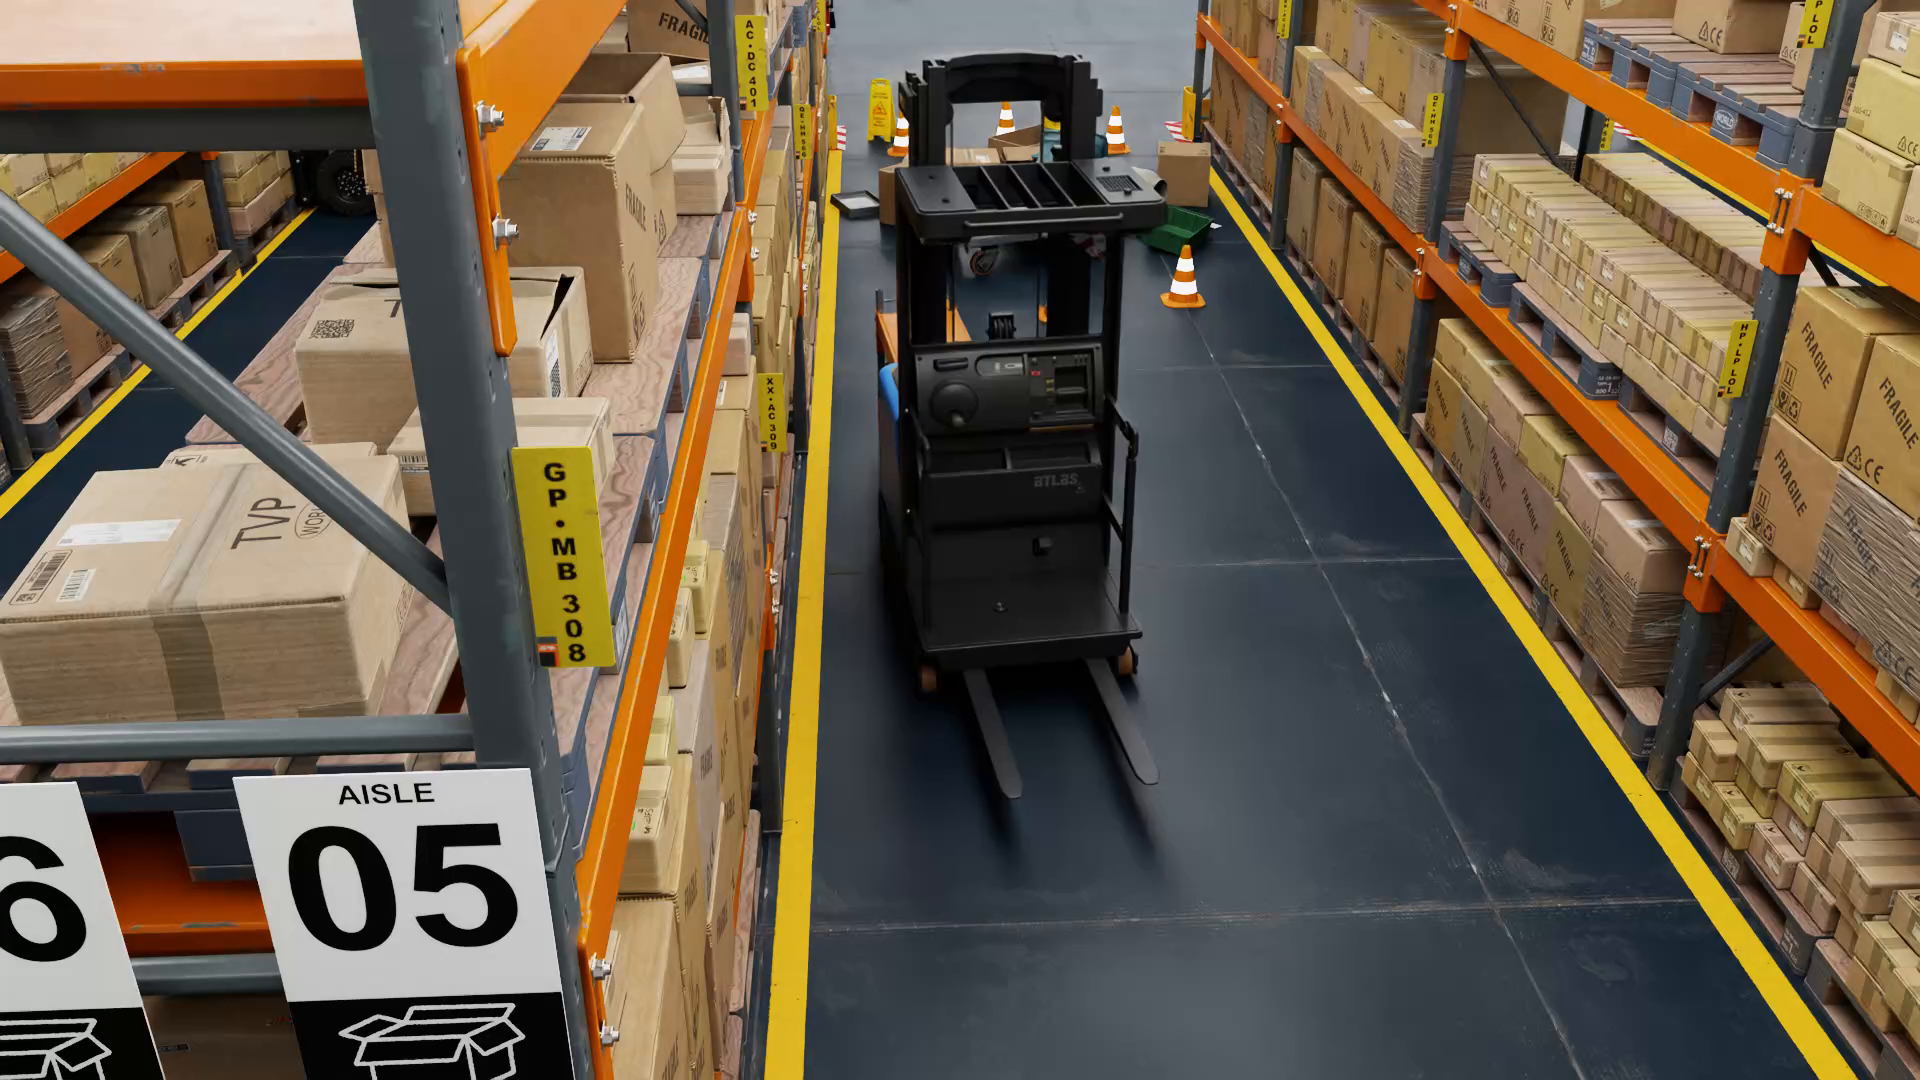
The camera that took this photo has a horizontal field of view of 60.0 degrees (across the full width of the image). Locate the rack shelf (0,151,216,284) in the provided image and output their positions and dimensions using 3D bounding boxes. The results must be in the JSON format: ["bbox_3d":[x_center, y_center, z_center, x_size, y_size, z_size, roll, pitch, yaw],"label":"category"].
[{"bbox_3d":[-6.551,-2.387,11.862,1.077,0.370,4.000,-1,28,-3],"label":"rack shelf"}]

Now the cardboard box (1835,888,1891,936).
[{"bbox_3d":[3.510,1.376,6.174,0.380,0.149,0.250,0,28,0],"label":"cardboard box"}]

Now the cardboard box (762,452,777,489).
[{"bbox_3d":[-1.023,-0.422,6.937,0.500,0.250,0.500,-2,28,-4],"label":"cardboard box"}]

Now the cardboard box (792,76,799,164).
[{"bbox_3d":[-1.317,-2.721,10.839,0.500,0.500,0.500,0,28,0],"label":"cardboard box"}]

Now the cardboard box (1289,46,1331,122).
[{"bbox_3d":[2.998,-3.713,13.517,0.500,0.500,0.500,-1,28,-2],"label":"cardboard box"}]

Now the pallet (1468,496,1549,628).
[{"bbox_3d":[3.548,0.089,9.351,1.003,0.211,1.213,-1,28,-3],"label":"pallet"}]

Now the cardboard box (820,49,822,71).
[{"bbox_3d":[-1.452,-4.384,15.184,0.380,0.149,0.250,-1,28,-2],"label":"cardboard box"}]

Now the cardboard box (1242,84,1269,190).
[{"bbox_3d":[3.225,-3.870,15.770,0.875,0.875,0.875,-1,28,-2],"label":"cardboard box"}]

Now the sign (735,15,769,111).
[{"bbox_3d":[-0.727,-1.665,5.811,0.100,0.325,0.005,-1,28,-3],"label":"sign"}]

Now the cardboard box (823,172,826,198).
[{"bbox_3d":[-1.499,-3.244,15.245,0.500,0.250,0.500,0,28,0],"label":"cardboard box"}]

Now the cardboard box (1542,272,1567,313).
[{"bbox_3d":[3.341,-1.322,8.858,0.380,0.149,0.250,-1,28,-2],"label":"cardboard box"}]

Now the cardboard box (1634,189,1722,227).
[{"bbox_3d":[3.974,-1.834,9.196,0.380,0.149,0.250,-1,28,-1],"label":"cardboard box"}]

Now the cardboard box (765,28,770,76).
[{"bbox_3d":[-0.998,-2.062,7.016,0.380,0.166,0.250,-3,28,-6],"label":"cardboard box"}]

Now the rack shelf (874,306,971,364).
[{"bbox_3d":[-0.189,-1.099,10.009,0.538,0.278,1.000,-4,28,-9],"label":"rack shelf"}]

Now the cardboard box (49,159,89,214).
[{"bbox_3d":[-6.281,-2.397,11.265,0.500,0.250,0.500,-2,28,-4],"label":"cardboard box"}]

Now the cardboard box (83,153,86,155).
[{"bbox_3d":[-6.312,-2.857,11.607,0.500,0.250,0.500,-1,28,-2],"label":"cardboard box"}]

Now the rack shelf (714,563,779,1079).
[{"bbox_3d":[-1.177,1.186,5.011,1.077,0.370,4.000,-1,28,-3],"label":"rack shelf"}]

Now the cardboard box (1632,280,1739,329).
[{"bbox_3d":[3.401,-1.107,7.803,0.380,0.149,0.250,-1,28,-3],"label":"cardboard box"}]

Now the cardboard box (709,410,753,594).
[{"bbox_3d":[-0.962,-0.099,5.507,0.500,0.500,0.500,-2,28,-3],"label":"cardboard box"}]

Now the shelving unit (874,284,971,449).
[{"bbox_3d":[-0.189,-0.840,10.144,0.538,1.125,1.048,-4,28,-9],"label":"shelving unit"}]

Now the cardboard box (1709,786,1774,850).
[{"bbox_3d":[3.369,1.153,6.924,0.380,0.149,0.250,-1,28,-1],"label":"cardboard box"}]

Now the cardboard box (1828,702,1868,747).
[{"bbox_3d":[3.935,0.749,7.056,0.380,0.149,0.250,-1,28,-1],"label":"cardboard box"}]

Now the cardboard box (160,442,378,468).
[{"bbox_3d":[-1.288,-0.056,3.080,0.380,0.149,0.250,-3,28,-7],"label":"cardboard box"}]

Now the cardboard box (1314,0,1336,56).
[{"bbox_3d":[3.271,-4.176,13.324,0.700,0.500,0.500,-2,28,-4],"label":"cardboard box"}]

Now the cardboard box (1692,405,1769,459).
[{"bbox_3d":[3.438,-0.477,7.238,0.380,0.149,0.250,-2,28,-4],"label":"cardboard box"}]

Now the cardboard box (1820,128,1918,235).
[{"bbox_3d":[3.417,-1.267,5.853,0.500,0.250,0.500,0,28,0],"label":"cardboard box"}]

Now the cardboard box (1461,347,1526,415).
[{"bbox_3d":[3.269,-0.922,9.713,0.500,0.250,0.500,-2,28,-3],"label":"cardboard box"}]

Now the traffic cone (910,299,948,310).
[{"bbox_3d":[-0.236,-2.088,13.253,0.336,0.463,0.334,-1,28,-3],"label":"traffic cone"}]

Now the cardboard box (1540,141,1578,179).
[{"bbox_3d":[3.694,-2.329,10.863,0.500,0.500,0.500,-1,28,-2],"label":"cardboard box"}]

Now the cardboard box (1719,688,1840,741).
[{"bbox_3d":[3.468,0.755,7.044,0.380,0.149,0.250,0,28,-1],"label":"cardboard box"}]

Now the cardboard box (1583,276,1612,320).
[{"bbox_3d":[3.366,-1.218,8.337,0.380,0.149,0.250,-1,28,-2],"label":"cardboard box"}]

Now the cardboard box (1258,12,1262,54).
[{"bbox_3d":[3.246,-4.660,15.279,0.875,0.550,0.550,-1,28,-3],"label":"cardboard box"}]

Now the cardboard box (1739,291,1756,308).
[{"bbox_3d":[4.036,-1.106,8.123,0.380,0.149,0.250,0,28,-1],"label":"cardboard box"}]

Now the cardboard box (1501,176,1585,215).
[{"bbox_3d":[3.304,-1.954,9.426,0.380,0.149,0.250,-2,28,-3],"label":"cardboard box"}]

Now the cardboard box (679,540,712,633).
[{"bbox_3d":[-0.853,0.127,4.372,0.380,0.149,0.250,-2,28,-4],"label":"cardboard box"}]

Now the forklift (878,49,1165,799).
[{"bbox_3d":[0.282,-0.709,7.939,1.130,2.935,3.031,-4,28,-9],"label":"forklift"}]

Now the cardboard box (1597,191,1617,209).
[{"bbox_3d":[3.944,-1.937,9.716,0.380,0.149,0.250,0,28,-1],"label":"cardboard box"}]

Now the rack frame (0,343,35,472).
[{"bbox_3d":[-6.447,-1.783,9.924,1.000,3.000,0.127,-1,28,-3],"label":"rack frame"}]

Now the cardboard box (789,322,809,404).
[{"bbox_3d":[-1.510,-1.187,11.169,0.950,0.372,0.625,-3,28,-6],"label":"cardboard box"}]

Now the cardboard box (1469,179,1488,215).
[{"bbox_3d":[3.273,-2.049,9.931,0.380,0.149,0.250,0,28,0],"label":"cardboard box"}]

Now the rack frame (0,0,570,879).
[{"bbox_3d":[-1.072,-0.870,1.687,1.000,3.000,0.127,-1,28,-3],"label":"rack frame"}]

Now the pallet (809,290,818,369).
[{"bbox_3d":[-1.590,-1.591,12.572,1.003,0.211,1.213,-1,28,-3],"label":"pallet"}]

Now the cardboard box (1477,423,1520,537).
[{"bbox_3d":[3.291,-0.347,9.420,0.500,0.500,0.500,-2,28,-4],"label":"cardboard box"}]

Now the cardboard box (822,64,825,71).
[{"bbox_3d":[-1.509,-4.538,16.214,0.380,0.149,0.250,-1,28,-2],"label":"cardboard box"}]

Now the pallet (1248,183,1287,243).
[{"bbox_3d":[3.277,-3.034,15.340,1.003,0.211,1.213,-1,28,-3],"label":"pallet"}]

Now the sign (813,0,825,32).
[{"bbox_3d":[-1.145,-4.280,13.460,0.100,0.325,0.005,-1,28,-3],"label":"sign"}]

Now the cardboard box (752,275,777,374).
[{"bbox_3d":[-1.017,-0.755,6.764,0.500,0.500,0.500,-1,28,-2],"label":"cardboard box"}]

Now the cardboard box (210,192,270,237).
[{"bbox_3d":[-6.350,-2.828,14.449,0.500,0.250,0.500,-1,28,-2],"label":"cardboard box"}]

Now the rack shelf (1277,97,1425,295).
[{"bbox_3d":[3.344,-2.675,12.413,1.077,0.370,4.000,-1,28,-3],"label":"rack shelf"}]

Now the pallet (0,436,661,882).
[{"bbox_3d":[-1.122,0.157,3.057,1.003,0.211,1.213,-1,28,-3],"label":"pallet"}]

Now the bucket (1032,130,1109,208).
[{"bbox_3d":[0.930,-3.147,14.437,0.726,0.611,0.620,8,39,15],"label":"bucket"}]

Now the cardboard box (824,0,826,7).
[{"bbox_3d":[-1.510,-4.816,14.229,0.700,0.500,0.500,-1,28,-2],"label":"cardboard box"}]

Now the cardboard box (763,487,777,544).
[{"bbox_3d":[-1.041,-0.200,7.052,0.500,0.250,0.500,-2,28,-4],"label":"cardboard box"}]

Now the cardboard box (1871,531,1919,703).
[{"bbox_3d":[3.454,0.297,5.507,0.500,0.500,0.500,-2,28,-4],"label":"cardboard box"}]

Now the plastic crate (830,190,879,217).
[{"bbox_3d":[-0.962,-3.202,15.803,0.402,0.080,0.583,-11,30,-20],"label":"plastic crate"}]

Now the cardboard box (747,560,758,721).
[{"bbox_3d":[-0.969,0.344,5.738,0.500,0.500,0.500,-2,28,-4],"label":"cardboard box"}]

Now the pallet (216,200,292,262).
[{"bbox_3d":[-6.655,-2.762,14.817,1.003,0.211,1.213,-1,28,-3],"label":"pallet"}]
